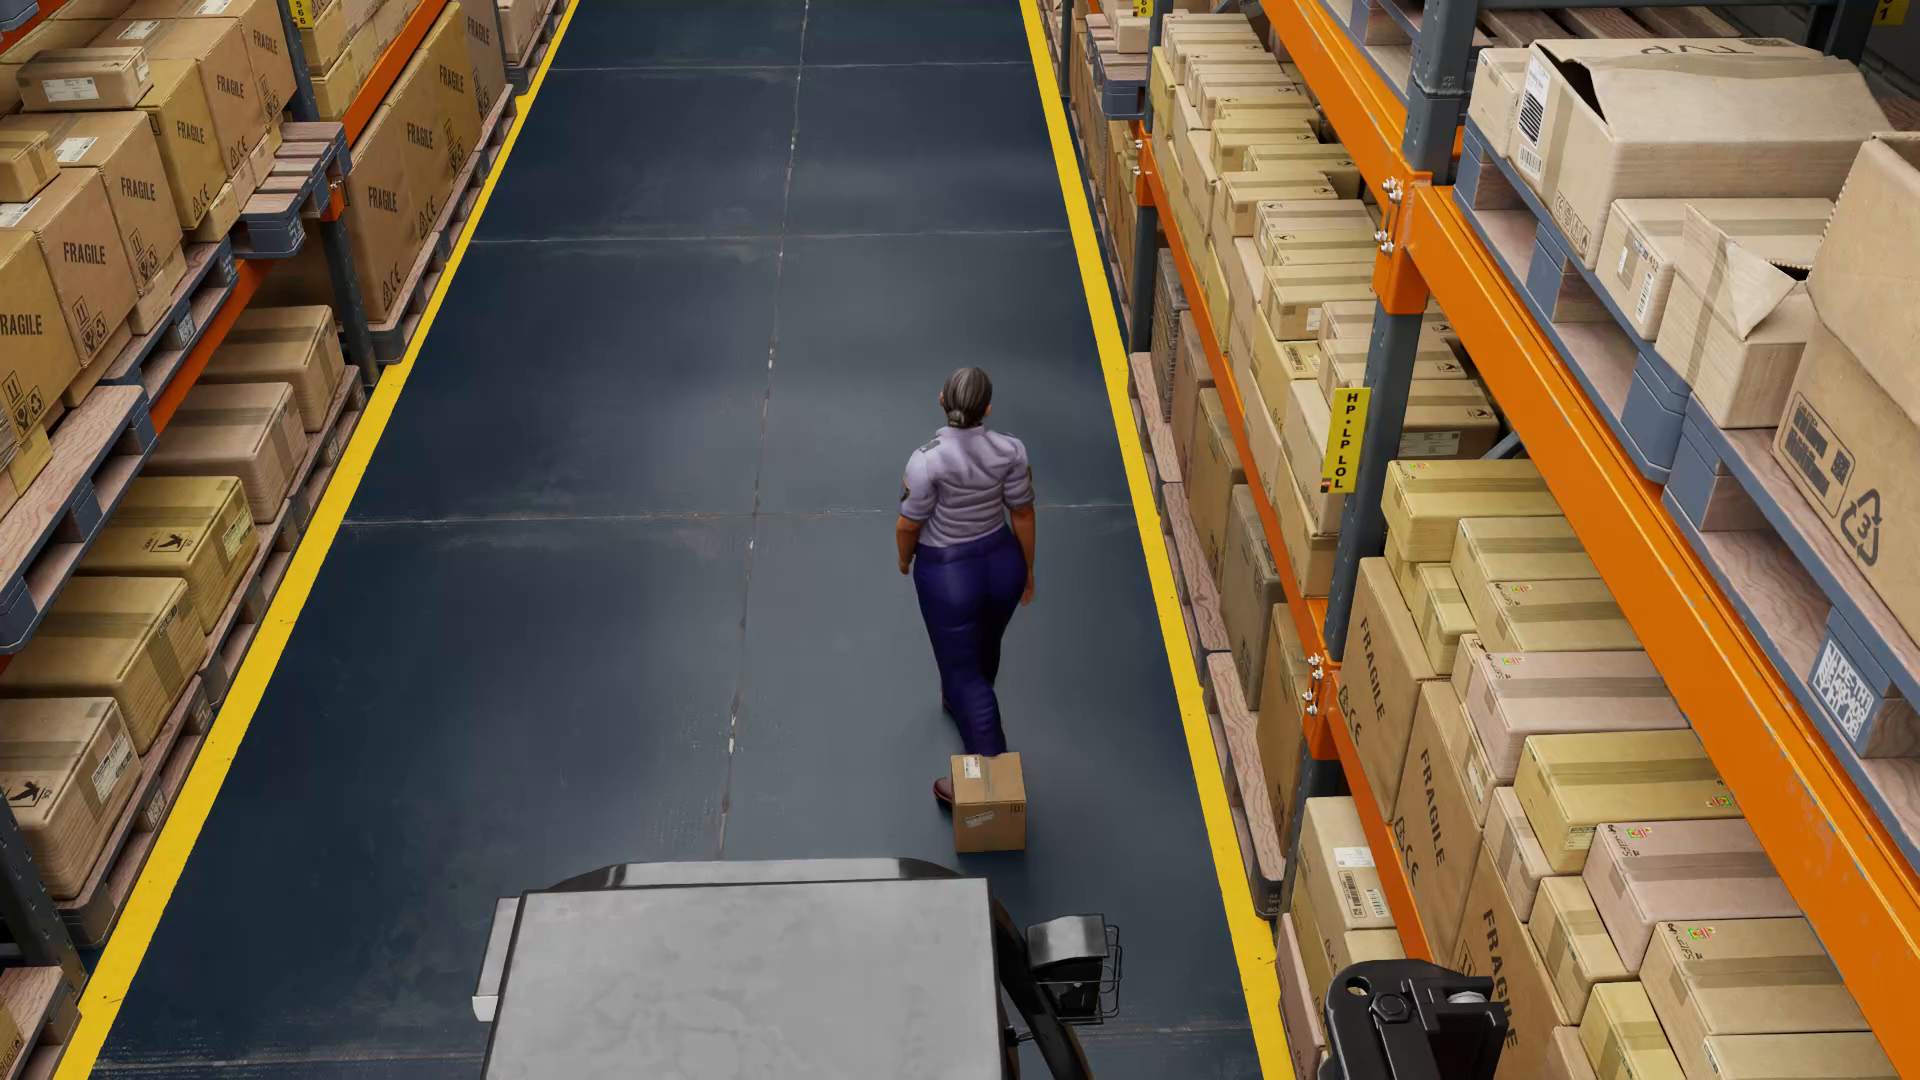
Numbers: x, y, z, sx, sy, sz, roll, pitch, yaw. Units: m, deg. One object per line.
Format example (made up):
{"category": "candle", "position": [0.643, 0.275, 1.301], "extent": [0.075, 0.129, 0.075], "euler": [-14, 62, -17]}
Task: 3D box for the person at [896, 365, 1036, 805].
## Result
{"category": "person", "position": [0.032, 0.144, 5.950], "extent": [0.511, 1.630, 0.696], "euler": [-19, 40, -25]}
